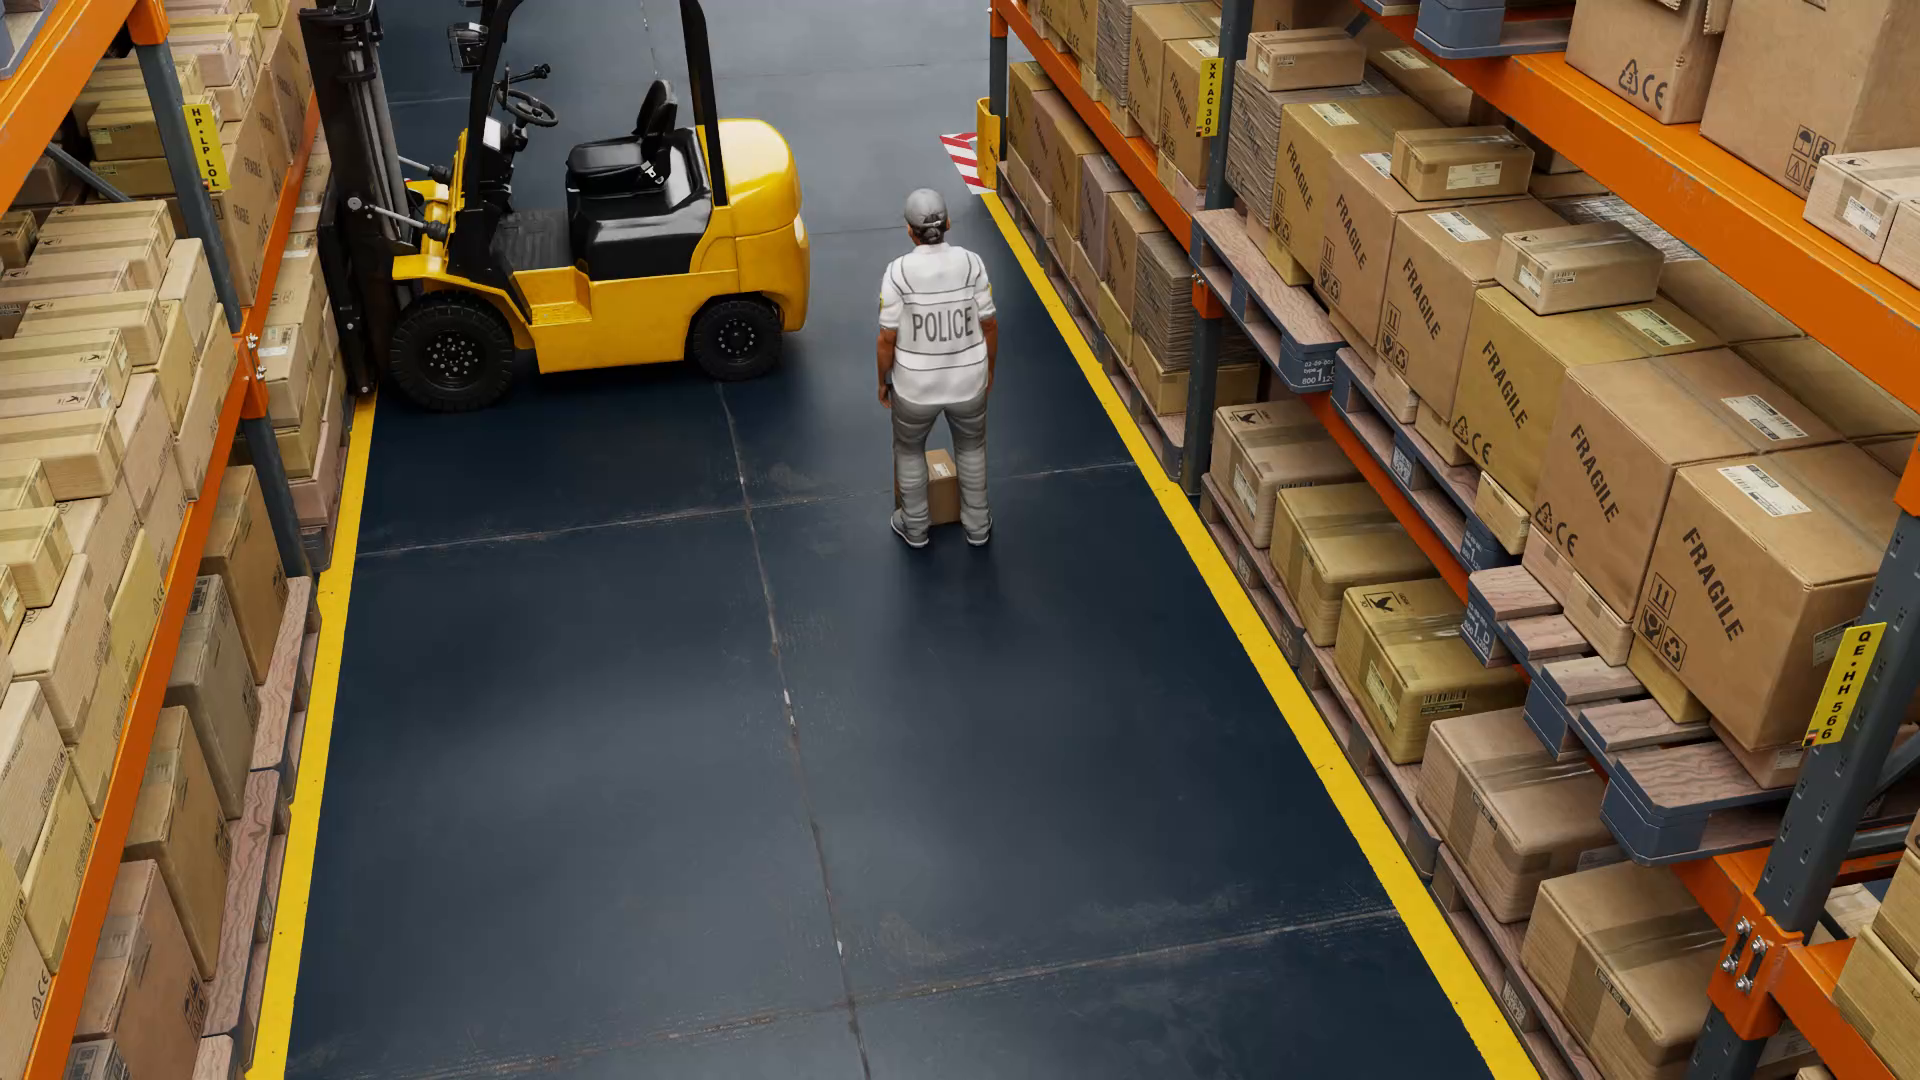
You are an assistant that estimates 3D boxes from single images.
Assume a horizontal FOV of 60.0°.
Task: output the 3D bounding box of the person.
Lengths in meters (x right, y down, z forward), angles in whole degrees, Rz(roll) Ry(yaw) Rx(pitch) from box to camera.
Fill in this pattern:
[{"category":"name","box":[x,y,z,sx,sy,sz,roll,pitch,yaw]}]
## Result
[{"category":"person","box":[-0.098,-0.701,7.156,0.537,1.665,0.455,-8,35,-11]}]
